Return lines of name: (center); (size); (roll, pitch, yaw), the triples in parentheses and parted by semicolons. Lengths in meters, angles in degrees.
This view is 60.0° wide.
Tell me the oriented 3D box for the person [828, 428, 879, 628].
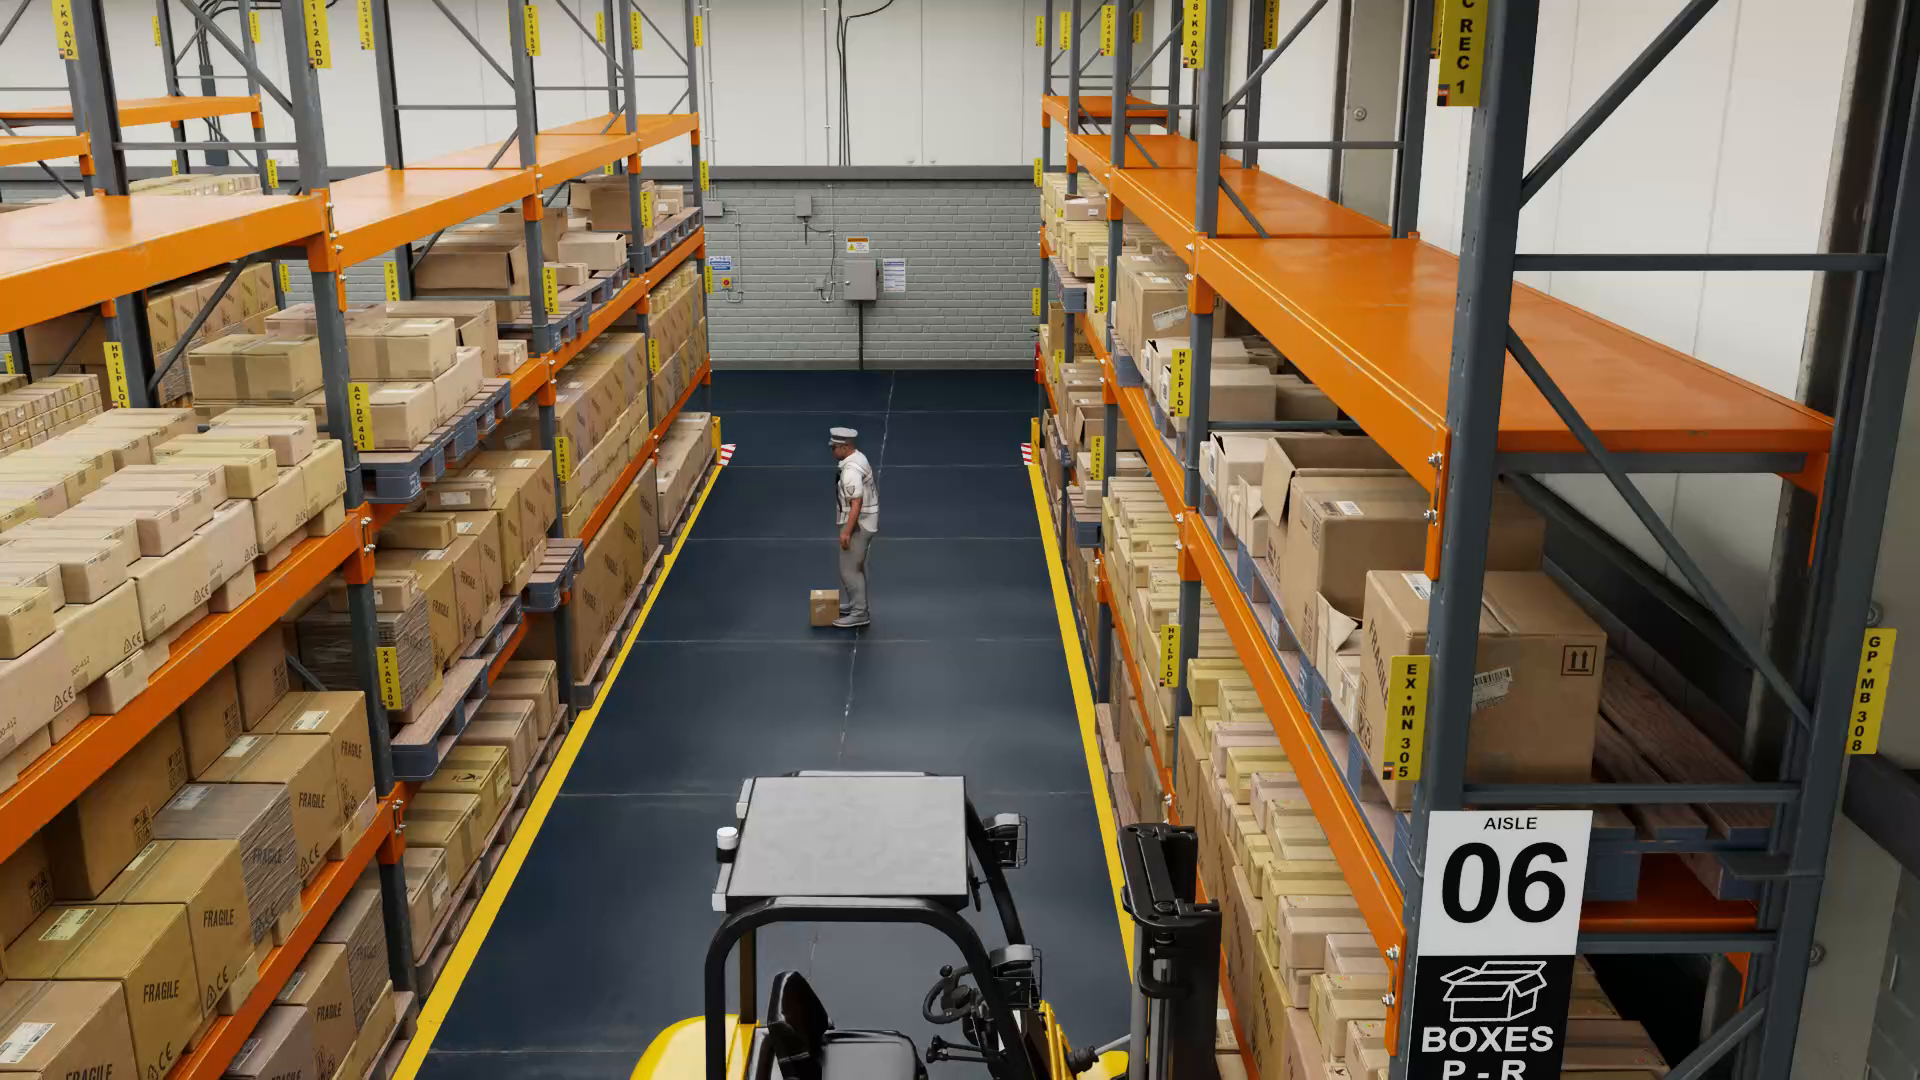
person: (-0.921, -0.125, 14.517); (0.435, 1.749, 0.585); (0, 17, 0)
